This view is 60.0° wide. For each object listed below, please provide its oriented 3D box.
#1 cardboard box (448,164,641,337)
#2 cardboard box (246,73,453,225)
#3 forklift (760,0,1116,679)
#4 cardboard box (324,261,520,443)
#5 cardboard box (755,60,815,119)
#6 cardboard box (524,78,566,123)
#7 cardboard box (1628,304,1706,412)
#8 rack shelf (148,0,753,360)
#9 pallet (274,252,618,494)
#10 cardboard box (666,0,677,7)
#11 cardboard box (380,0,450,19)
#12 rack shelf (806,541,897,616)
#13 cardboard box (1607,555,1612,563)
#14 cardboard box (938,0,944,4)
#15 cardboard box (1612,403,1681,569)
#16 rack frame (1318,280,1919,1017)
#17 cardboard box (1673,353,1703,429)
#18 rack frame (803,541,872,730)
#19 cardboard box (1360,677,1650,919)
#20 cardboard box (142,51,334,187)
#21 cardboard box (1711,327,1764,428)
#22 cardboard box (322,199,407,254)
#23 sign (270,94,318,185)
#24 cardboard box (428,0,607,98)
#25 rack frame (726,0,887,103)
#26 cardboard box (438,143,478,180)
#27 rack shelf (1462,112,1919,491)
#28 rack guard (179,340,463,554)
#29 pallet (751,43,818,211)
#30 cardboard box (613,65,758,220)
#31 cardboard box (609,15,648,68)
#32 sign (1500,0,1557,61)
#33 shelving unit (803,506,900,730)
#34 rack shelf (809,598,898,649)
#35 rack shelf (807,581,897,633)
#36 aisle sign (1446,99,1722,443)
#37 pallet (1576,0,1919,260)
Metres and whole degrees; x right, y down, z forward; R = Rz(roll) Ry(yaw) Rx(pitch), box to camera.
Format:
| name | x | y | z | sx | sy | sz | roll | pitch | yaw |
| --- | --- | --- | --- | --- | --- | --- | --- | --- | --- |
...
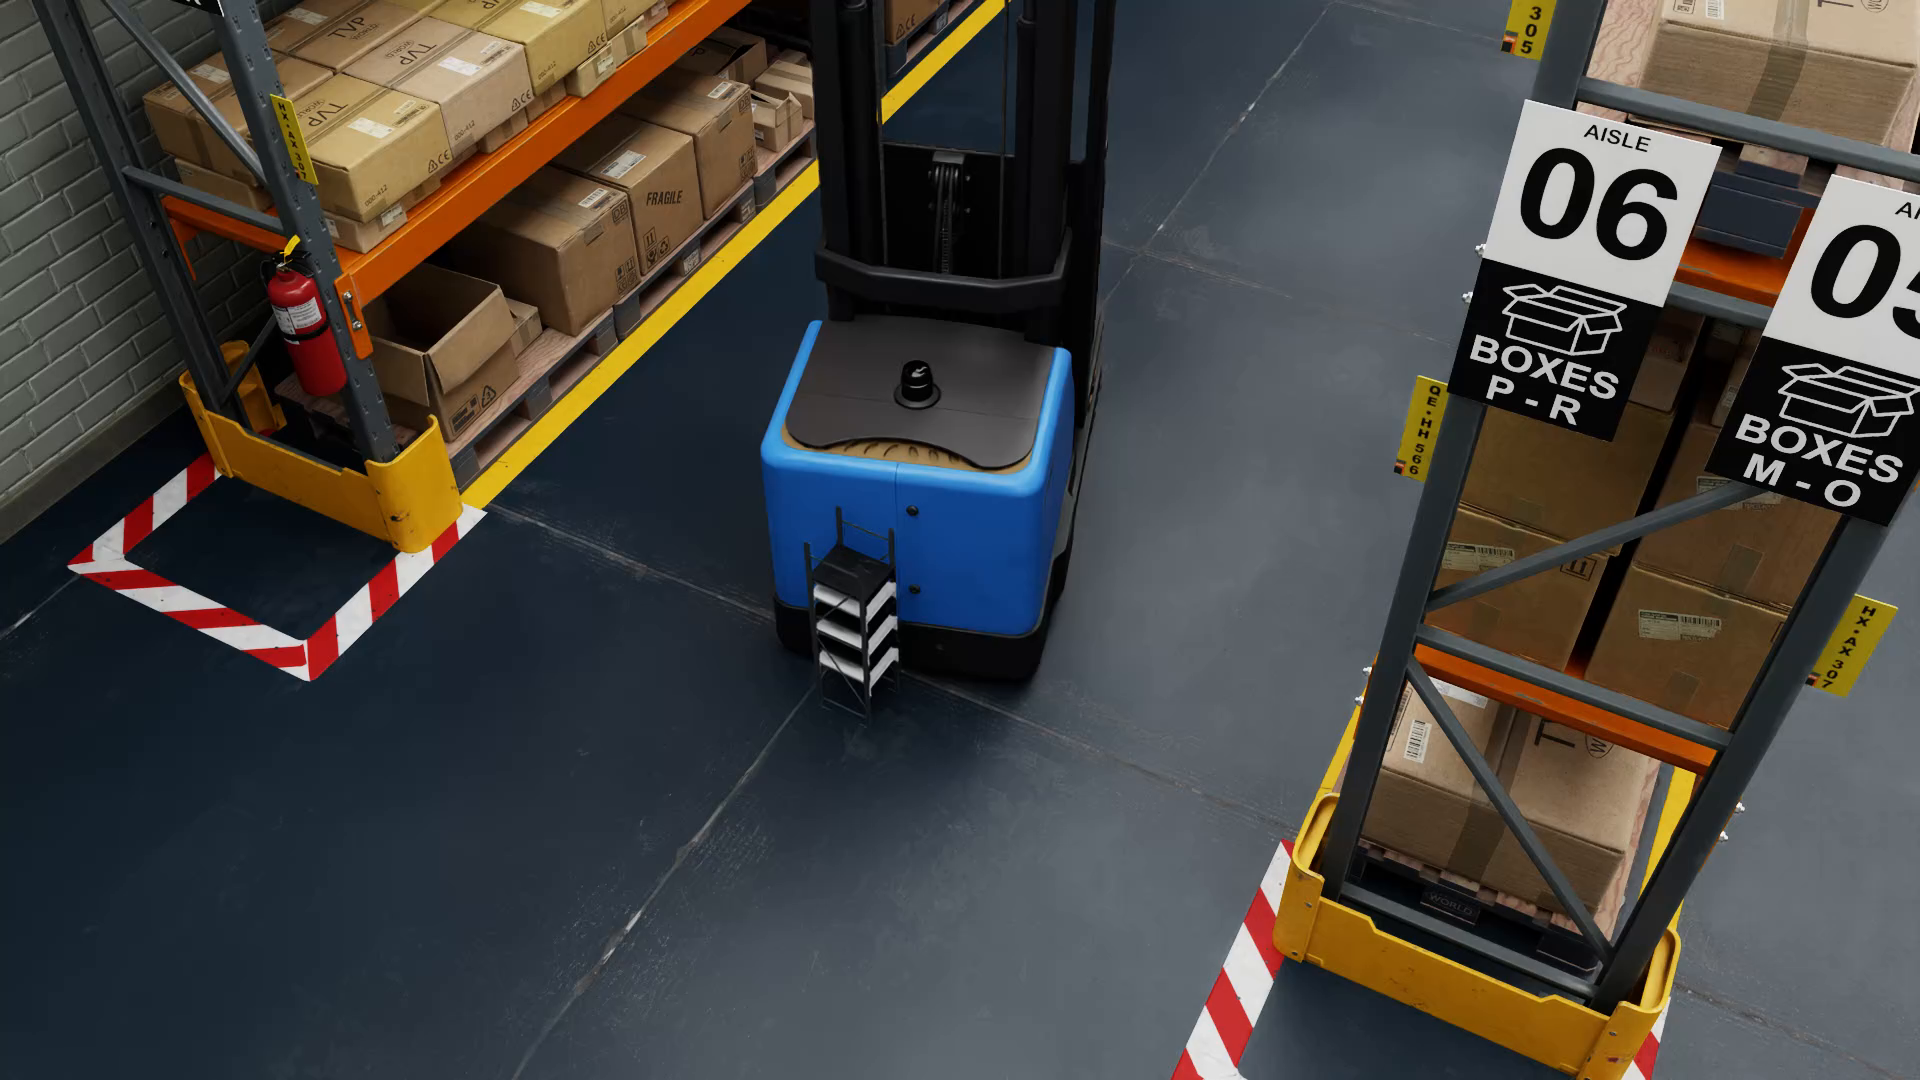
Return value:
| name | x | y | z | sx | sy | sz | roll | pitch | yaw |
| --- | --- | --- | --- | --- | --- | --- | --- | --- | --- |
| cardboard box | -1.948 | -1.383 | 7.750 | 0.700 | 0.500 | 0.500 | 22 | 49 | 21 |
| cardboard box | -2.297 | -1.483 | 6.283 | 0.500 | 0.250 | 0.500 | 21 | 49 | 19 |
| forklift | 0.045 | -1.558 | 6.509 | 1.130 | 2.935 | 3.031 | 7 | 46 | 7 |
| cardboard box | -2.379 | -0.859 | 7.229 | 0.797 | 0.503 | 0.637 | 19 | 48 | 18 |
| cardboard box | -0.888 | -2.452 | 9.053 | 0.380 | 0.149 | 0.250 | 19 | 48 | 18 |
| cardboard box | -1.893 | -1.923 | 6.998 | 0.380 | 0.149 | 0.250 | 21 | 49 | 20 |
| cardboard box | 1.641 | -0.505 | 4.190 | 0.380 | 0.149 | 0.250 | 21 | 49 | 20 |
| rack shelf | -1.818 | -2.241 | 7.642 | 1.077 | 0.370 | 4.000 | 20 | 49 | 19 |
| pallet | -2.342 | -0.805 | 7.677 | 1.003 | 0.211 | 1.213 | 20 | 49 | 19 |
| cardboard box | -1.473 | -2.587 | 7.654 | 0.380 | 0.149 | 0.250 | 21 | 49 | 20 |
| cardboard box | -2.294 | -2.299 | 7.089 | 0.500 | 0.250 | 0.500 | 22 | 49 | 20 |
| rack shelf | -0.387 | 0.135 | 5.930 | 0.258 | 0.077 | 0.200 | 22 | 49 | 20 |
| cardboard box | 1.887 | -0.336 | 5.182 | 0.500 | 0.500 | 0.500 | 19 | 48 | 18 |
| cardboard box | -0.228 | -3.592 | 9.934 | 0.500 | 0.500 | 0.500 | 20 | 49 | 19 |
| cardboard box | 2.339 | -0.169 | 5.017 | 0.500 | 0.500 | 0.500 | 20 | 49 | 19 |
| rack frame | 1.651 | 0.402 | 4.524 | 1.000 | 3.000 | 0.127 | 20 | 49 | 19 |
| cardboard box | 2.360 | -0.521 | 4.662 | 0.500 | 0.500 | 0.500 | 19 | 48 | 18 |
| rack frame | -0.438 | 0.364 | 6.037 | 0.240 | 0.900 | 0.006 | 22 | 49 | 20 |
| cardboard box | 1.869 | 0.706 | 5.729 | 0.875 | 0.438 | 0.875 | 19 | 48 | 18 |
| cardboard box | -2.768 | -1.664 | 6.461 | 0.500 | 0.250 | 0.500 | 22 | 49 | 20 |
| cardboard box | 2.061 | -0.345 | 4.032 | 0.380 | 0.149 | 0.250 | 21 | 49 | 20 |
| cardboard box | -2.351 | -1.263 | 6.345 | 0.380 | 0.149 | 0.250 | 20 | 49 | 19 |
| sign | -2.266 | -1.360 | 5.656 | 0.100 | 0.325 | 0.005 | 20 | 49 | 19 |
| cardboard box | -1.831 | -2.121 | 6.914 | 0.500 | 0.250 | 0.500 | 20 | 49 | 18 |
| rack frame | -0.890 | -3.754 | 8.631 | 1.000 | 3.000 | 0.127 | 20 | 49 | 19 |
| cardboard box | -2.183 | -1.615 | 6.694 | 0.380 | 0.149 | 0.250 | 20 | 49 | 19 |
| rack shelf | 2.580 | -1.659 | 4.958 | 1.077 | 0.370 | 4.000 | 20 | 49 | 19 |
| rack guard | -2.711 | -0.404 | 7.077 | 1.175 | 0.500 | 0.348 | 20 | 49 | 19 |
| pallet | -1.210 | -2.342 | 9.196 | 1.003 | 0.211 | 1.213 | 20 | 49 | 19 |
| cardboard box | -1.466 | -2.037 | 8.396 | 0.700 | 0.500 | 0.500 | 19 | 48 | 18 |
| cardboard box | -1.605 | -2.230 | 7.302 | 0.380 | 0.149 | 0.250 | 22 | 49 | 20 |
| sign | 1.177 | -1.124 | 3.356 | 0.100 | 0.325 | 0.005 | 20 | 49 | 19 |
| shelving unit | -0.388 | 0.301 | 6.099 | 0.258 | 0.900 | 0.210 | 22 | 49 | 20 |
| rack shelf | -0.387 | 0.262 | 6.058 | 0.258 | 0.077 | 0.200 | 22 | 49 | 20 |
| rack shelf | -0.387 | 0.198 | 5.994 | 0.258 | 0.077 | 0.200 | 22 | 49 | 20 |
| aisle sign | 1.343 | -0.569 | 3.655 | 0.394 | 0.787 | 0.004 | 20 | 49 | 19 |
| pallet | 1.987 | -1.092 | 3.954 | 1.003 | 0.211 | 1.213 | 20 | 49 | 19 |
